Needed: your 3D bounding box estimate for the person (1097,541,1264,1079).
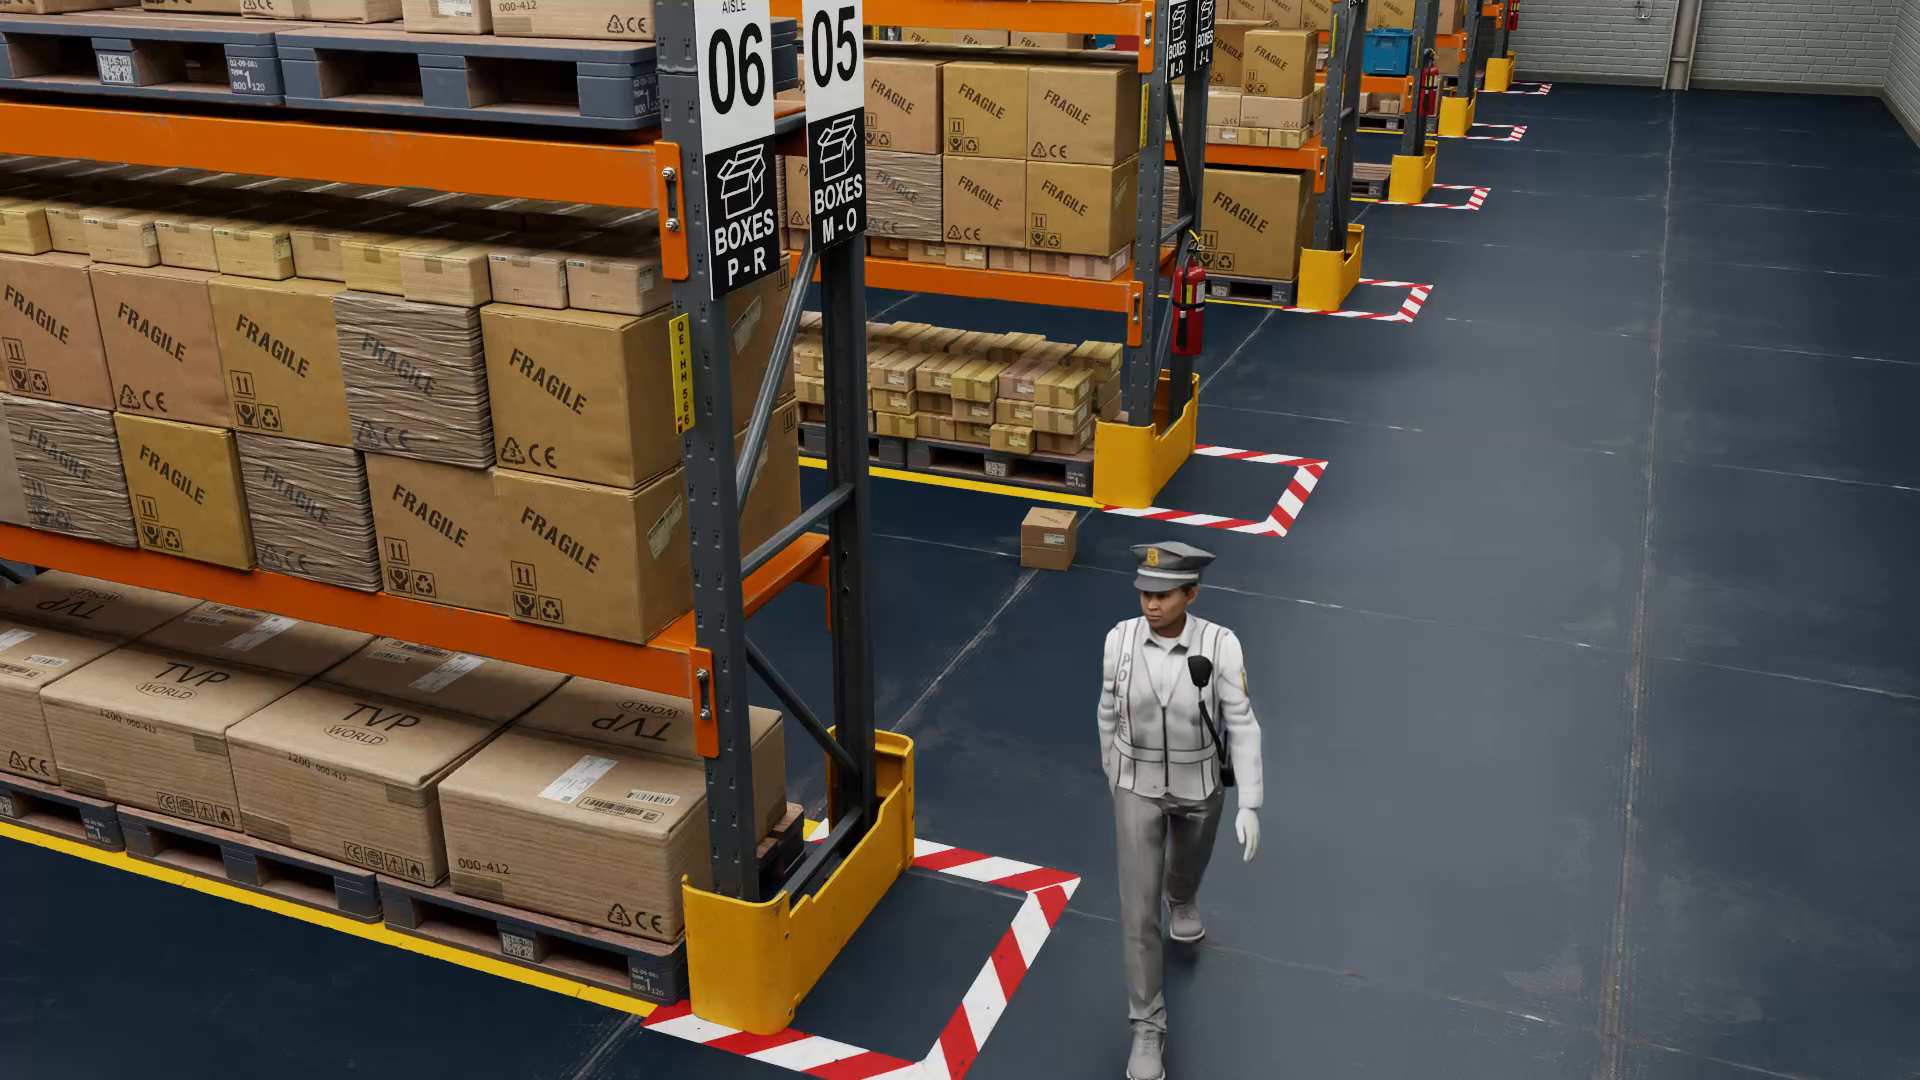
[{"bbox_3d":[0.678,0.767,5.206,0.525,1.633,0.990,3,23,8],"label":"person"}]
